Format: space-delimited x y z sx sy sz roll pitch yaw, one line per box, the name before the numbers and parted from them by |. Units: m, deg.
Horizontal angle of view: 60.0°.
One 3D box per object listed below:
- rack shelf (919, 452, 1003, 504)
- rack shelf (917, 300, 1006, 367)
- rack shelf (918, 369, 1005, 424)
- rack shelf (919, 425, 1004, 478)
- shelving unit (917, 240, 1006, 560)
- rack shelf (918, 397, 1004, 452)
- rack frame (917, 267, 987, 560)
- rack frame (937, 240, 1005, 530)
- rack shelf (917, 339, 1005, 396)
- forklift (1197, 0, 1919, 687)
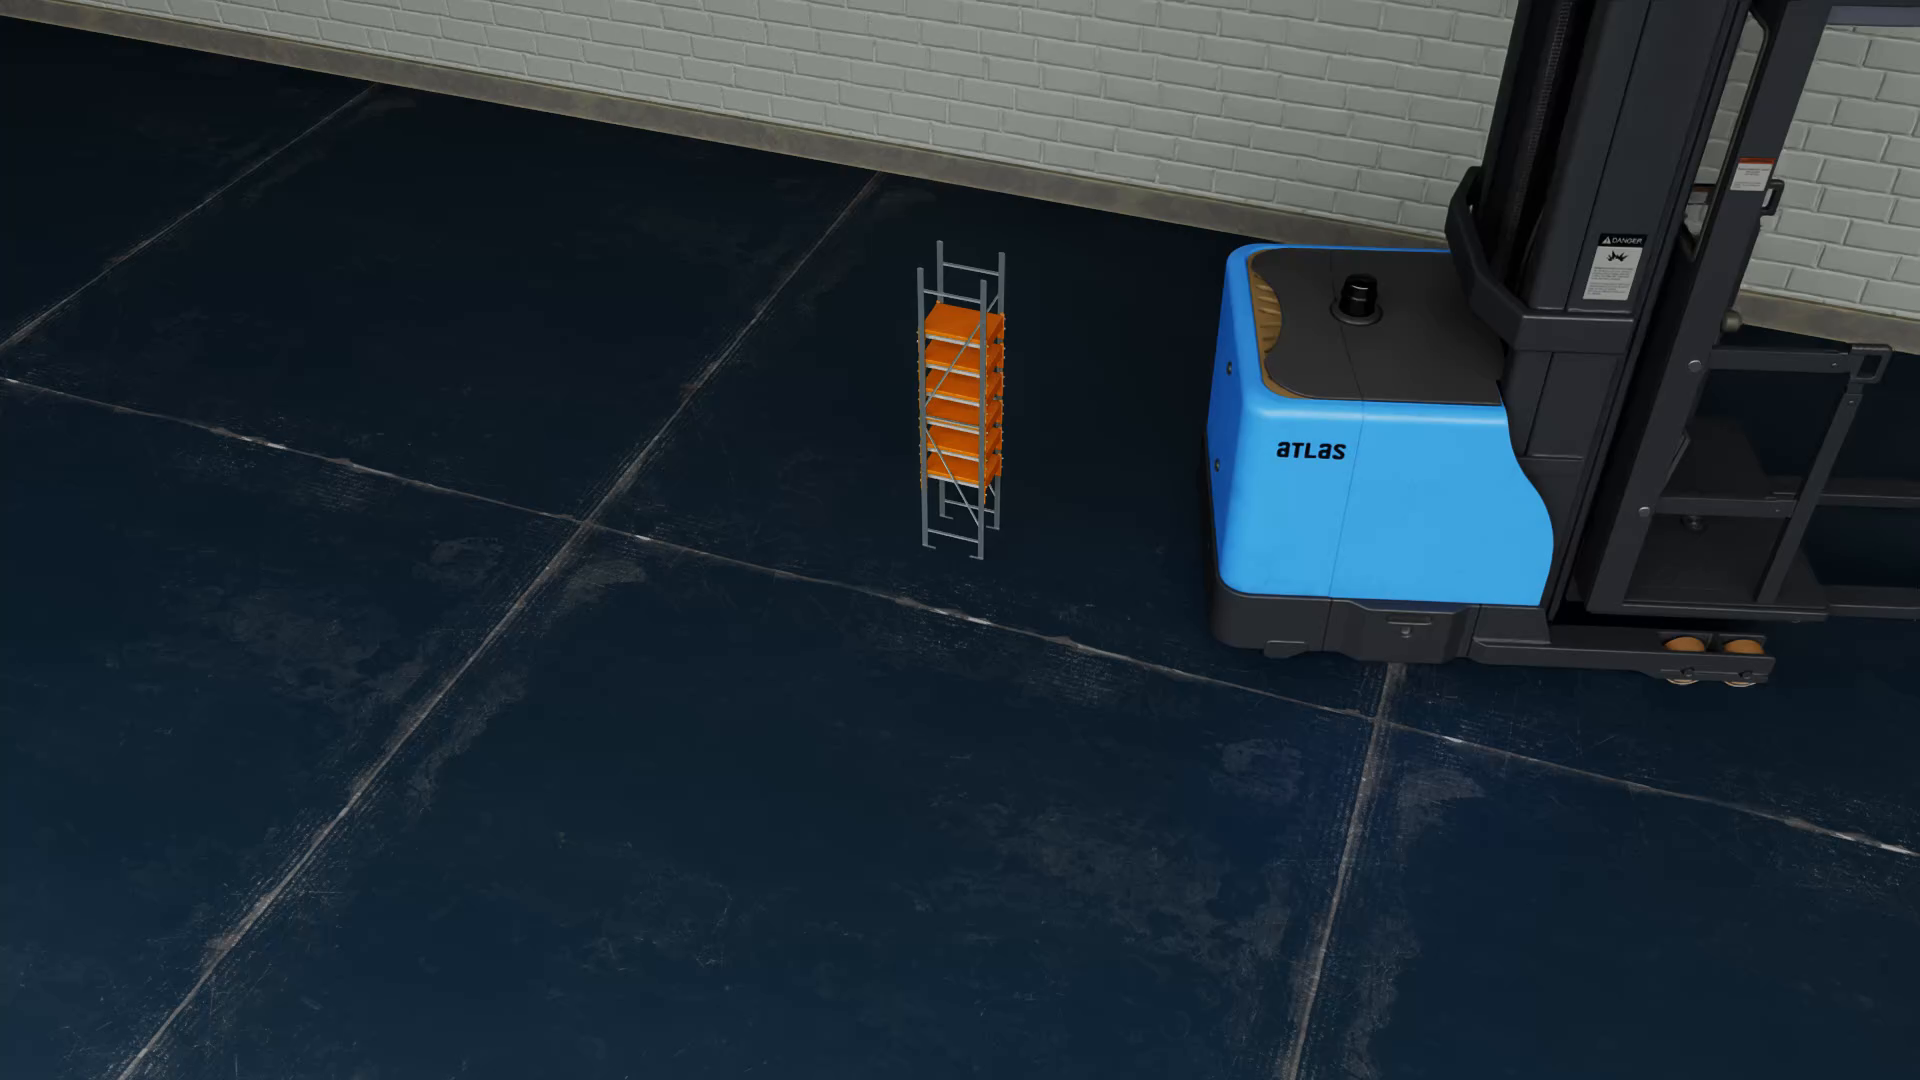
rack shelf | 0.005 -0.249 6.056 0.258 0.103 0.180 13 42 15
rack shelf | 0.005 -0.705 5.666 0.258 0.103 0.180 13 42 15
rack shelf | 0.005 -0.523 5.822 0.258 0.103 0.180 13 42 15
rack shelf | 0.005 -0.340 5.978 0.258 0.103 0.180 13 42 15
shelving unit | 0.005 -0.465 5.871 0.258 1.200 0.189 13 42 15
rack shelf | 0.005 -0.431 5.900 0.258 0.103 0.180 13 42 15
rack frame | -0.026 -0.409 5.806 0.240 1.200 0.006 13 42 15
rack frame | 0.036 -0.521 5.936 0.240 1.200 0.006 13 42 15
rack shelf | 0.005 -0.614 5.744 0.258 0.103 0.180 13 42 15
forklift | 2.404 -0.973 5.132 3.031 2.935 1.130 2 41 3
